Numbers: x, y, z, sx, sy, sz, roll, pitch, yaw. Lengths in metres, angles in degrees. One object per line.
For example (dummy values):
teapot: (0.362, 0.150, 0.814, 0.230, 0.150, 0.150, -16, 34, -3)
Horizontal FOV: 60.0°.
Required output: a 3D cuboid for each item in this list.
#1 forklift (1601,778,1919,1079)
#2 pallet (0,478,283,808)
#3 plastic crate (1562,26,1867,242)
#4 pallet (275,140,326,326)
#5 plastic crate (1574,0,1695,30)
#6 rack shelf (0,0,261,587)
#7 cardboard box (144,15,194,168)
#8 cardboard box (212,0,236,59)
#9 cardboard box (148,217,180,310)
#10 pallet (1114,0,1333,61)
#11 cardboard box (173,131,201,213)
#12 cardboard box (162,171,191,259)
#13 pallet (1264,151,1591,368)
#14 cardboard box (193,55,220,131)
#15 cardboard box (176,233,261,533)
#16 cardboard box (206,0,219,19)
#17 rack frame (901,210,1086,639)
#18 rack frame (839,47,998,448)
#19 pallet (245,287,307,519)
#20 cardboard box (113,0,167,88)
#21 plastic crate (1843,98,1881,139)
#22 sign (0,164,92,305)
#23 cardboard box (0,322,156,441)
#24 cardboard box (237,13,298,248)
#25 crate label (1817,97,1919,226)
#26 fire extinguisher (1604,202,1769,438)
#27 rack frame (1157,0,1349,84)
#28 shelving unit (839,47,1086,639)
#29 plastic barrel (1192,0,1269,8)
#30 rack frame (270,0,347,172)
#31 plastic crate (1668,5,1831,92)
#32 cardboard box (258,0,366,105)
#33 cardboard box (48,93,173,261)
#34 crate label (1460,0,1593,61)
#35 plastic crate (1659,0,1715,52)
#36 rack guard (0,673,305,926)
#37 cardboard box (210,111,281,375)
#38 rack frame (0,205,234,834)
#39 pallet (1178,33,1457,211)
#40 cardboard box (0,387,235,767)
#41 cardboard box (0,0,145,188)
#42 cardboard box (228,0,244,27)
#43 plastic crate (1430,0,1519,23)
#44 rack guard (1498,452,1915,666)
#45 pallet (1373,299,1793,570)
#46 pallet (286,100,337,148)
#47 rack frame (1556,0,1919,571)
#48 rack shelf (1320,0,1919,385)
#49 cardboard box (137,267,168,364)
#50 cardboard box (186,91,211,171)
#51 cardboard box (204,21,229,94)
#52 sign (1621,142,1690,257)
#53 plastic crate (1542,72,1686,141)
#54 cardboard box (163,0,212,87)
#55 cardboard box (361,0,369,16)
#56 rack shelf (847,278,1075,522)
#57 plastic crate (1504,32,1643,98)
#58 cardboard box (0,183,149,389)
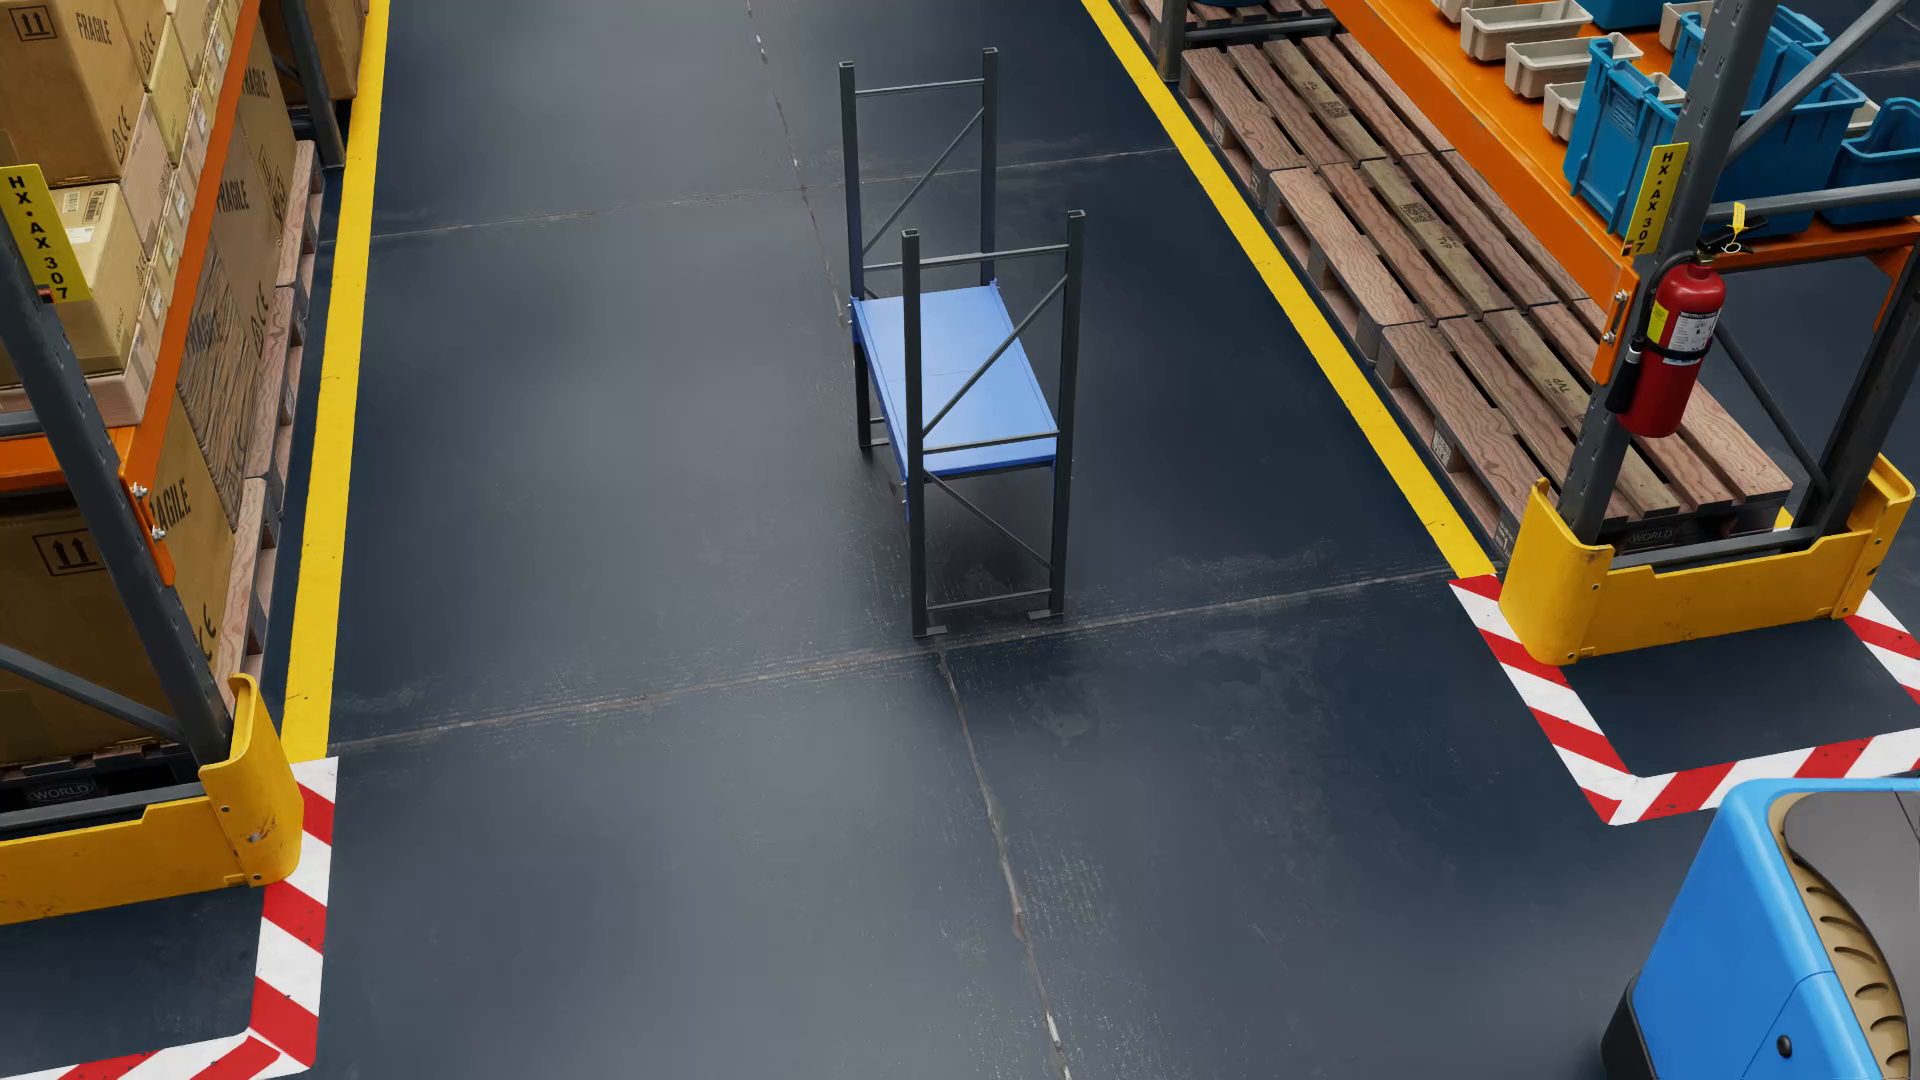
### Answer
forklift: (3.127, 0.539, 2.935, 3.031, 2.935, 1.130, 0, 42, 0)
pallet: (-2.726, 0.325, 5.224, 1.003, 0.211, 1.213, -8, 42, -9)
plastic crate: (2.104, -1.146, 4.710, 0.616, 0.435, 0.499, -8, 42, -9)
pallet: (-3.253, -1.256, 7.006, 1.003, 0.211, 1.213, -8, 42, -9)
plastic crate: (2.343, -1.941, 5.758, 0.416, 0.233, 0.300, -8, 42, -9)
rack shelf: (-2.909, -1.238, 5.427, 1.077, 0.370, 4.000, -8, 42, -9)
cardboard box: (-2.541, -1.278, 4.819, 0.500, 0.250, 0.500, -10, 43, -11)
cardboard box: (-2.677, -1.726, 5.624, 0.380, 0.149, 0.250, -9, 42, -10)
cardboard box: (-2.344, -0.726, 4.497, 0.380, 0.149, 0.250, -9, 42, -10)
pallet: (1.370, -2.976, 8.944, 1.003, 0.211, 1.213, -8, 42, -9)
cardboard box: (-2.455, -1.060, 4.873, 0.380, 0.149, 0.250, -9, 42, -10)
cardboard box: (-2.401, -0.895, 4.688, 0.380, 0.149, 0.250, -9, 42, -10)
pallet: (1.959, -1.207, 6.950, 1.003, 0.211, 1.213, -8, 42, -9)
cardboard box: (-2.565, -1.391, 5.246, 0.380, 0.149, 0.250, -9, 42, -10)
cardboard box: (-2.890, -0.566, 5.412, 0.875, 0.875, 0.875, -8, 42, -9)
cardboard box: (-2.765, -1.944, 5.569, 0.500, 0.250, 0.500, -8, 42, -8)
rack frame: (0.091, -0.287, 4.943, 0.500, 1.500, 0.032, -8, 42, -9)
rack frame: (-0.128, -0.946, 5.686, 0.500, 1.500, 0.032, -8, 42, -9)
pallet: (-2.986, -0.464, 6.114, 1.003, 0.211, 1.213, -8, 42, -9)
cardboard box: (-2.543, -1.555, 4.566, 0.500, 0.500, 0.500, -9, 42, -10)
plastic crate: (2.639, -1.271, 5.076, 0.250, 0.136, 0.298, -8, 42, -9)
sign: (-1.934, -0.639, 3.499, 0.100, 0.325, 0.005, -8, 42, -9)
cardboard box: (-2.232, -0.394, 4.123, 0.380, 0.149, 0.250, -8, 42, -9)
cardboard box: (-3.276, -1.726, 6.719, 0.875, 0.875, 0.875, -8, 42, -9)
crate label: (2.627, -1.087, 4.796, 0.416, 0.233, 0.303, -8, 42, -9)
fire extinguisher: (1.948, -0.589, 4.493, 0.296, 0.674, 0.183, -8, 42, -9)
rack frame: (1.496, -3.513, 7.448, 1.000, 3.000, 0.127, -8, 42, -9)
shelving unit: (-0.018, -0.616, 5.314, 0.538, 1.500, 1.048, -8, 42, -9)
plastic barrel: (1.395, -3.240, 8.405, 0.600, 0.901, 0.708, -8, 42, -9)
rack frame: (-3.341, -2.803, 6.648, 1.000, 3.000, 0.127, -8, 42, -9)
plastic crate: (2.485, -1.514, 5.277, 0.416, 0.233, 0.300, -8, 42, -9)
cardboard box: (-3.498, -2.578, 7.678, 1.225, 0.875, 0.875, -8, 42, -9)
cardboard box: (-2.436, -0.951, 4.451, 0.500, 0.250, 0.500, -9, 42, -10)
crate label: (1.874, -1.714, 5.574, 0.396, 0.136, 0.243, -8, 42, -9)
plastic crate: (2.492, -1.711, 5.571, 0.250, 0.136, 0.298, -8, 42, -9)
rack guard: (-2.472, 0.740, 4.540, 1.175, 0.500, 0.348, -8, 42, -9)
cardboard box: (-3.082, -1.143, 6.062, 0.875, 0.875, 0.875, -8, 42, -9)
rack frame: (-2.477, -0.210, 3.727, 1.000, 3.000, 0.127, -8, 42, -9)
pallet: (1.692, -1.999, 7.843, 1.003, 0.211, 1.213, -8, 42, -9)
cardboard box: (-2.693, 0.024, 4.748, 0.875, 0.875, 0.875, -8, 42, -9)
cardboard box: (-2.425, -1.220, 4.189, 0.500, 0.500, 0.500, -9, 42, -10)
cardboard box: (-2.732, -1.892, 5.811, 0.380, 0.149, 0.250, -8, 42, -8)
plastic crate: (1.792, -1.903, 5.787, 0.298, 0.136, 0.250, -8, 42, -9)
rack guard: (2.377, 0.028, 5.341, 1.175, 0.500, 0.348, -8, 42, -9)
pallet: (2.219, -0.417, 6.061, 1.003, 0.211, 1.213, -8, 42, -9)
pallet: (-3.581, -2.250, 8.125, 1.003, 0.211, 1.213, -8, 42, -9)
rack frame: (2.359, -0.920, 4.527, 1.000, 3.000, 0.127, -8, 42, -9)
rack shelf: (1.927, -1.947, 6.226, 1.077, 0.370, 4.000, -8, 42, -9)
cardboard box: (-2.288, -0.560, 4.310, 0.380, 0.149, 0.250, -9, 42, -10)
cardboard box: (-2.511, -1.227, 5.062, 0.380, 0.149, 0.250, -9, 42, -10)
cardboard box: (-2.623, -1.560, 5.438, 0.380, 0.149, 0.250, -8, 42, -9)
sign: (1.825, -0.892, 4.372, 0.100, 0.325, 0.005, -8, 42, -9)
plastic crate: (2.006, -1.347, 5.161, 0.396, 0.136, 0.243, -8, 42, -9)
cardboard box: (-2.658, -1.615, 5.199, 0.500, 0.250, 0.500, -9, 42, -10)
cardboard box: (-3.692, -3.157, 8.331, 1.225, 0.875, 0.875, -10, 43, -11)
rack shelf: (-0.018, -0.482, 5.434, 0.538, 0.185, 1.000, -8, 42, -9)
plastic crate: (1.958, -1.537, 5.375, 0.396, 0.136, 0.243, -8, 42, -9)
cardboard box: (-2.317, -0.615, 4.073, 0.500, 0.250, 0.500, -9, 42, -10)
